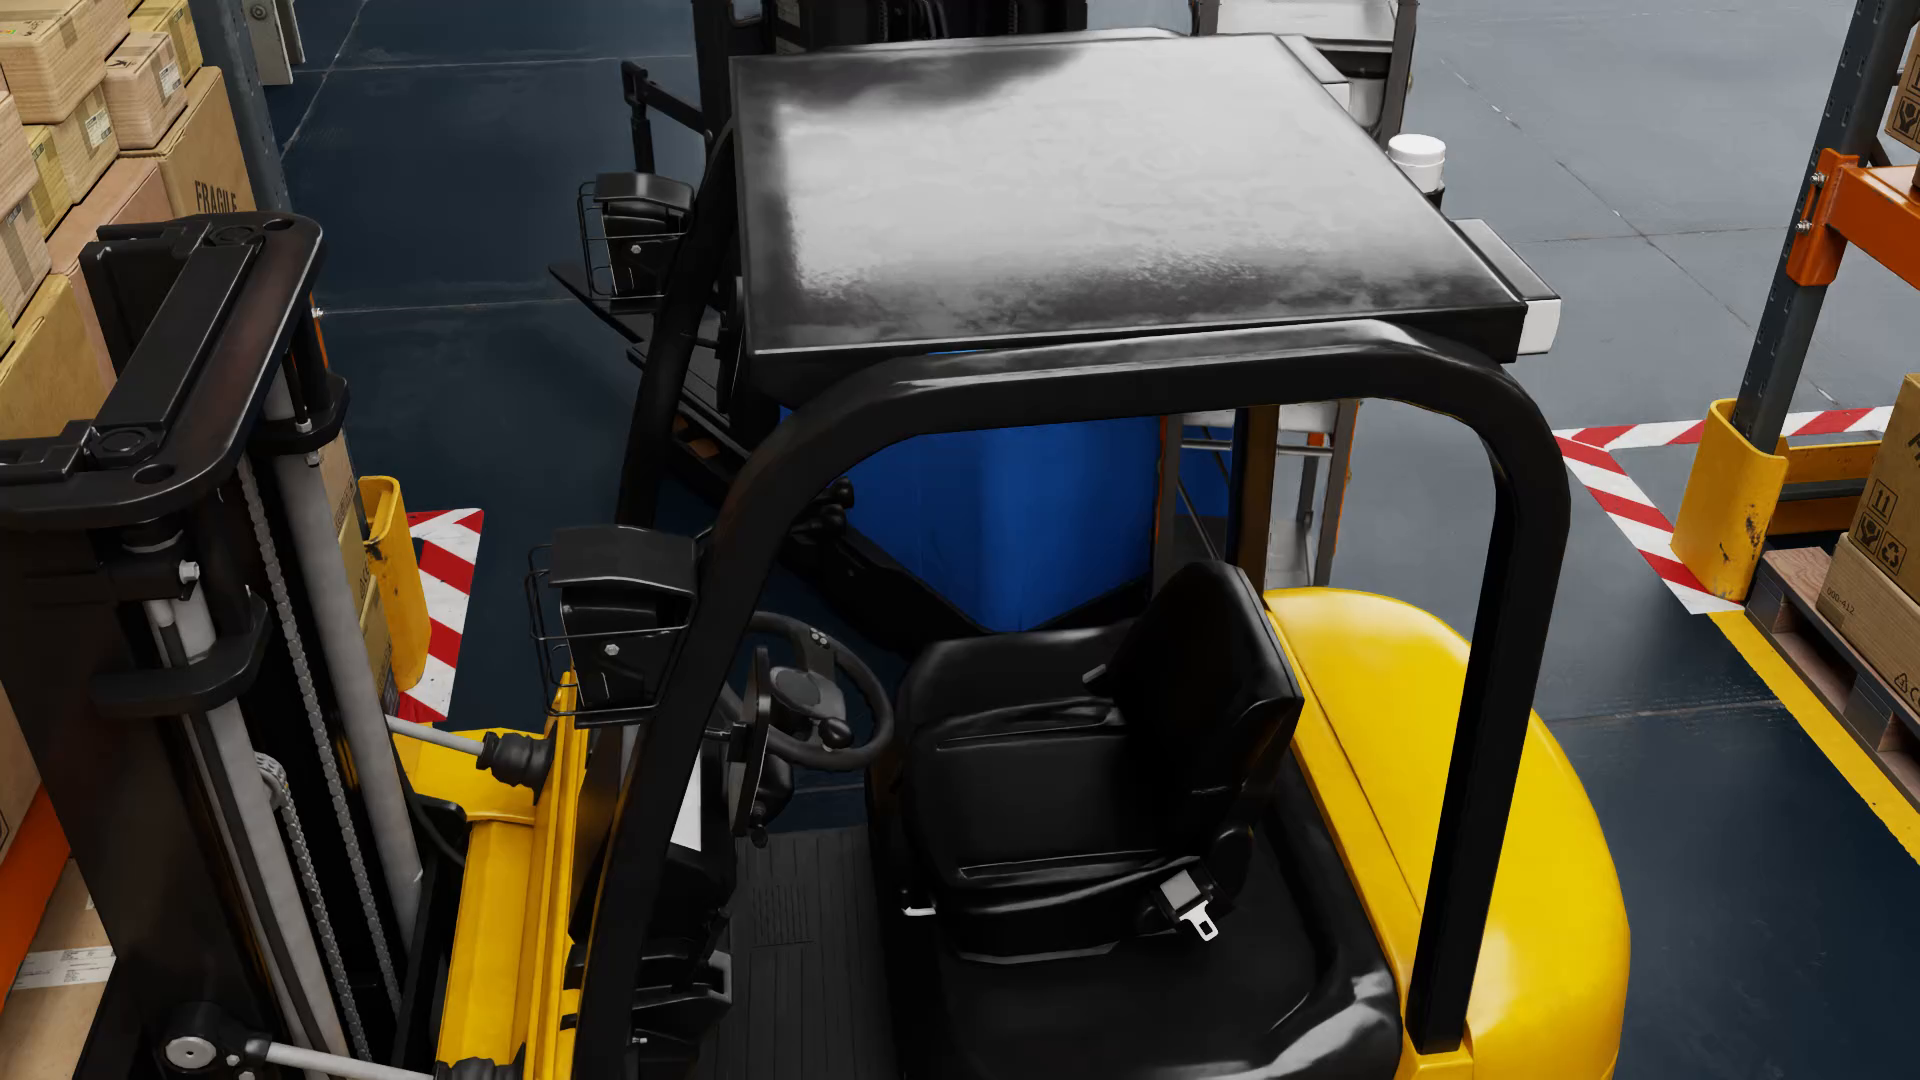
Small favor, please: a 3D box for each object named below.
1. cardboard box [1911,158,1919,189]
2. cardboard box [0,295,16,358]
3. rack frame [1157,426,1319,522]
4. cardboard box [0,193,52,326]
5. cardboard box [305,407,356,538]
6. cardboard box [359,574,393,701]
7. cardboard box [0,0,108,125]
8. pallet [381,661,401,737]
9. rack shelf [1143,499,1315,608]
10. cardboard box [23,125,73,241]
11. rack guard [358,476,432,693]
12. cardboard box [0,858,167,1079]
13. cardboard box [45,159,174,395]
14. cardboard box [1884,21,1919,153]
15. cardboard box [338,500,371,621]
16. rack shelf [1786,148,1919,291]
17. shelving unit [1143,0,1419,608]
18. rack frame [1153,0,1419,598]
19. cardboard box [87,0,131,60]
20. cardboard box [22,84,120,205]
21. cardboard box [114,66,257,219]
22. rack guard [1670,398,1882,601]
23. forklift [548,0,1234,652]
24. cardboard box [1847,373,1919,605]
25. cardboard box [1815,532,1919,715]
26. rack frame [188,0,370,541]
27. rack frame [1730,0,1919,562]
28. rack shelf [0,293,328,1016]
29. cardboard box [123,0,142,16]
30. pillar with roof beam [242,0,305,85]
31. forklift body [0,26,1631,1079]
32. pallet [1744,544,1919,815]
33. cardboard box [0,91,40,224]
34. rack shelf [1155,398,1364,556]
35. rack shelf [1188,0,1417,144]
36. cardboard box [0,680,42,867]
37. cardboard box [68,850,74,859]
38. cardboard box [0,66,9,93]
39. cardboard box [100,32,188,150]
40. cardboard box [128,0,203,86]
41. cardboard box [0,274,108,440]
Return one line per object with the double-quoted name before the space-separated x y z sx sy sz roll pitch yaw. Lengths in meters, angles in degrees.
"cardboard box" 2.653 -0.925 4.167 0.380 0.149 0.250 -4 35 -6
"cardboard box" -1.585 -0.279 2.331 0.380 0.149 0.250 -4 34 -6
"rack frame" 0.714 -0.473 4.079 0.400 2.100 0.015 4 34 6
"cardboard box" -1.639 -0.419 2.536 0.380 0.149 0.250 -5 35 -8
"cardboard box" -1.735 -0.073 3.874 0.500 0.250 0.500 -3 34 -5
"cardboard box" -1.730 0.345 4.149 0.500 0.250 0.500 -4 34 -6
"cardboard box" -1.723 -0.825 2.868 0.380 0.149 0.250 -4 34 -5
"pallet" -1.962 0.720 4.006 1.003 0.211 1.213 -4 35 -6
"rack shelf" 0.685 0.253 4.281 0.431 0.518 0.480 4 34 6
"cardboard box" -1.722 -0.564 2.749 0.380 0.149 0.250 -5 35 -7
"rack guard" -2.109 0.164 4.566 1.175 0.500 0.348 -4 35 -6
"cardboard box" -1.522 0.776 2.629 0.500 0.250 0.500 -5 35 -7
"cardboard box" -1.719 -0.352 3.015 0.500 0.500 0.500 -3 34 -5
"cardboard box" 2.601 -1.113 3.866 0.500 0.500 0.500 -5 35 -7
"cardboard box" -1.731 0.148 3.994 0.500 0.250 0.500 -5 35 -7
"rack shelf" 3.081 0.179 2.962 1.077 0.370 4.000 -4 35 -6
"shelving unit" 0.685 -0.336 3.879 0.431 2.100 0.503 4 34 6
"rack frame" 0.656 -0.200 3.679 0.400 2.100 0.015 4 34 6
"cardboard box" -1.785 -0.969 3.079 0.380 0.149 0.250 -4 35 -6
"cardboard box" -1.744 -0.703 2.954 0.380 0.149 0.250 -4 34 -5
"cardboard box" -1.780 -0.643 3.440 0.500 0.500 0.500 -5 35 -7
"rack guard" 2.822 -0.159 5.039 1.175 0.500 0.348 -4 35 -6
"forklift" -0.403 -1.533 4.897 1.130 2.935 3.031 -24 41 -30
"cardboard box" 2.650 -0.097 4.131 0.500 0.500 0.500 -5 35 -8
"cardboard box" 2.646 0.200 4.362 0.500 0.250 0.500 -5 35 -7
"rack frame" -2.106 -0.856 3.842 1.000 3.000 0.127 -4 35 -6
"rack frame" 2.812 -1.234 4.397 1.000 3.000 0.127 -4 35 -6
"rack shelf" -1.837 0.557 2.407 1.077 0.370 4.000 -4 35 -6
"cardboard box" -1.849 -1.104 3.278 0.380 0.149 0.250 -4 35 -6
"pillar with roof beam" 0.553 -6.552 6.874 9.100 9.000 0.400 -4 35 -6
"forklift body" -0.043 0.415 2.731 2.313 2.155 1.214 -4 35 -6
"pallet" 2.896 0.417 4.451 1.003 0.211 1.213 -4 35 -6
"cardboard box" -1.618 -0.544 2.455 0.380 0.149 0.250 -4 34 -5
"rack shelf" 0.685 -0.325 3.887 0.431 0.518 0.480 4 34 6
"rack shelf" 0.685 -0.903 3.492 0.431 0.518 0.480 4 34 6
"cardboard box" -1.571 0.213 2.185 0.500 0.500 0.500 -4 34 -6
"cardboard box" -1.583 0.492 3.045 0.500 0.250 0.500 -4 34 -6
"cardboard box" -1.763 -0.681 2.656 0.380 0.149 0.250 -4 34 -6
"cardboard box" -1.718 -0.853 3.173 0.380 0.149 0.250 -4 34 -6
"cardboard box" -1.782 -0.993 3.379 0.380 0.149 0.250 -4 34 -6
"cardboard box" -1.650 -0.066 2.595 0.500 0.500 0.500 -5 35 -7
